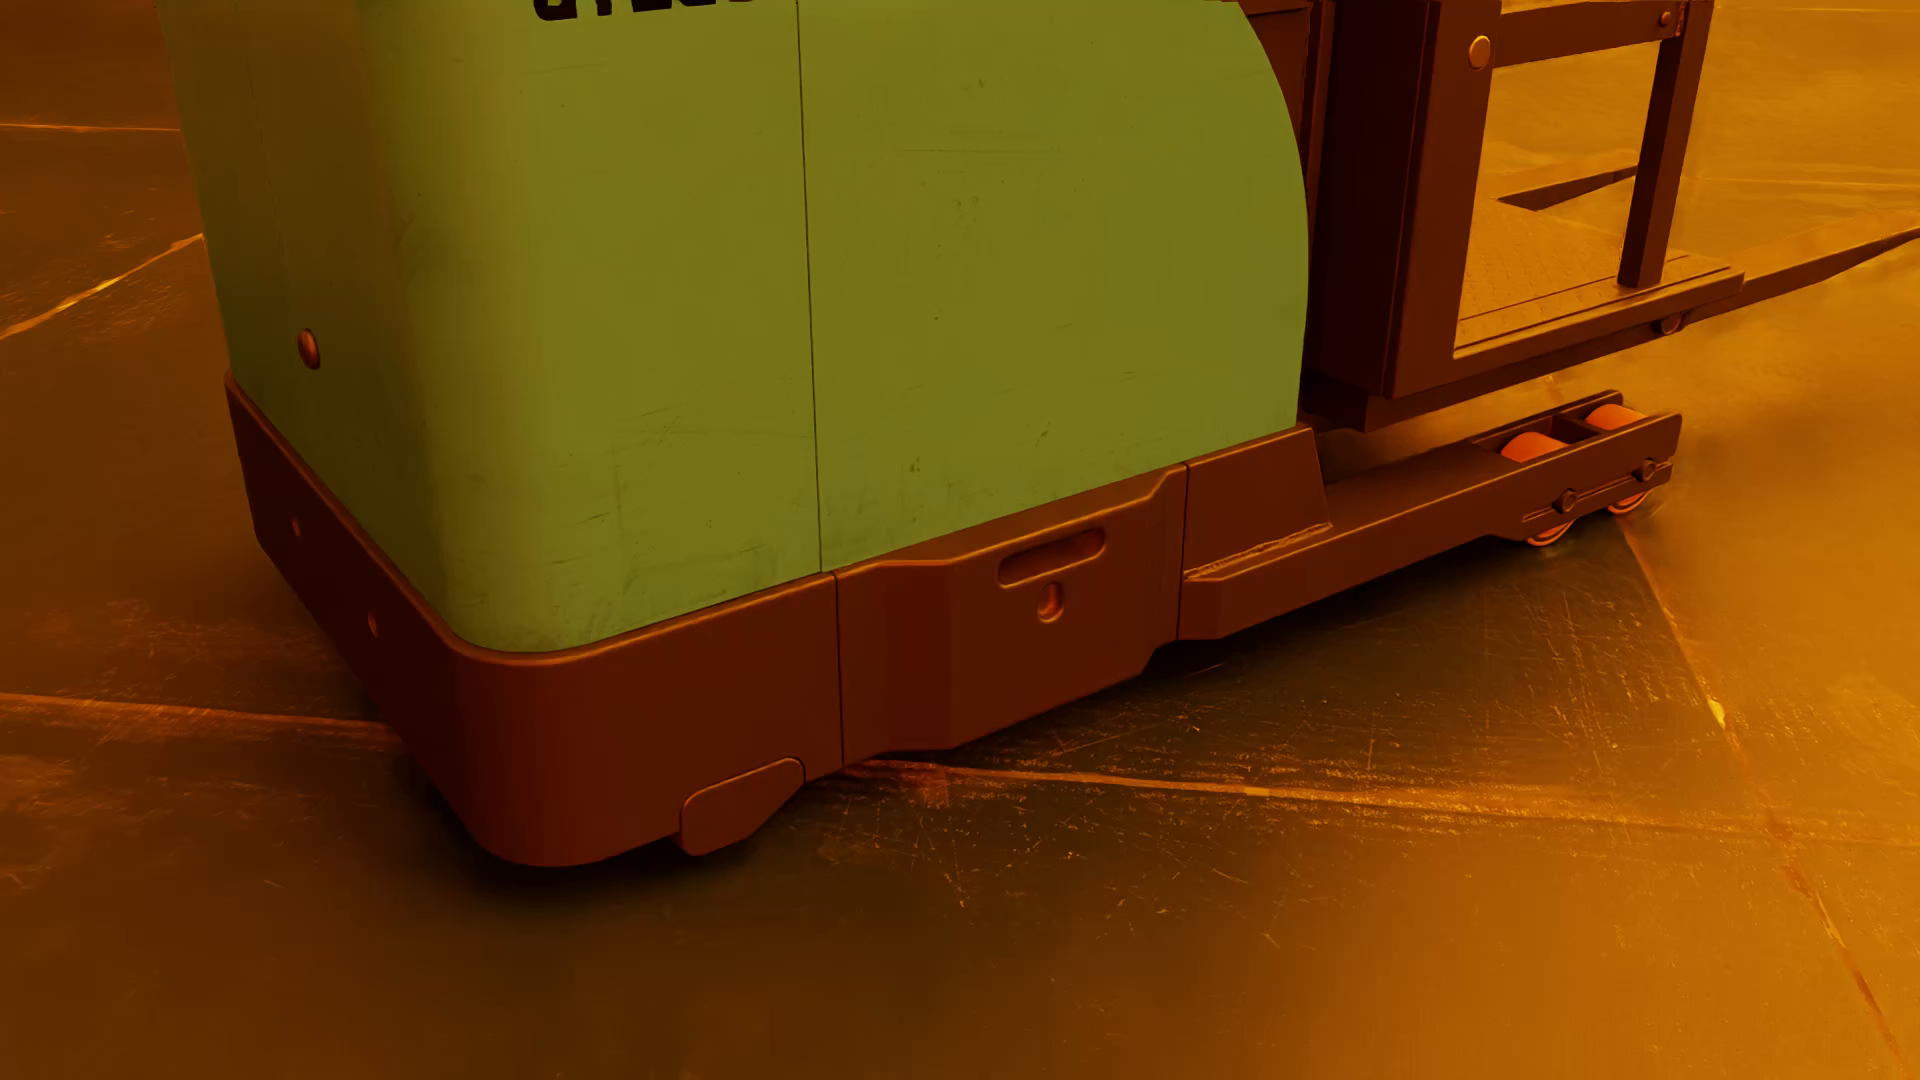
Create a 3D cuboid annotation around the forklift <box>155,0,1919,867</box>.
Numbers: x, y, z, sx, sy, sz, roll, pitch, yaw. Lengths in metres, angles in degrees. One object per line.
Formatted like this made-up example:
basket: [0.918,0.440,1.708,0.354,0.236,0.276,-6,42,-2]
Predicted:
forklift: [0.498,-1.478,2.179,3.031,2.935,1.130,-17,31,-31]
